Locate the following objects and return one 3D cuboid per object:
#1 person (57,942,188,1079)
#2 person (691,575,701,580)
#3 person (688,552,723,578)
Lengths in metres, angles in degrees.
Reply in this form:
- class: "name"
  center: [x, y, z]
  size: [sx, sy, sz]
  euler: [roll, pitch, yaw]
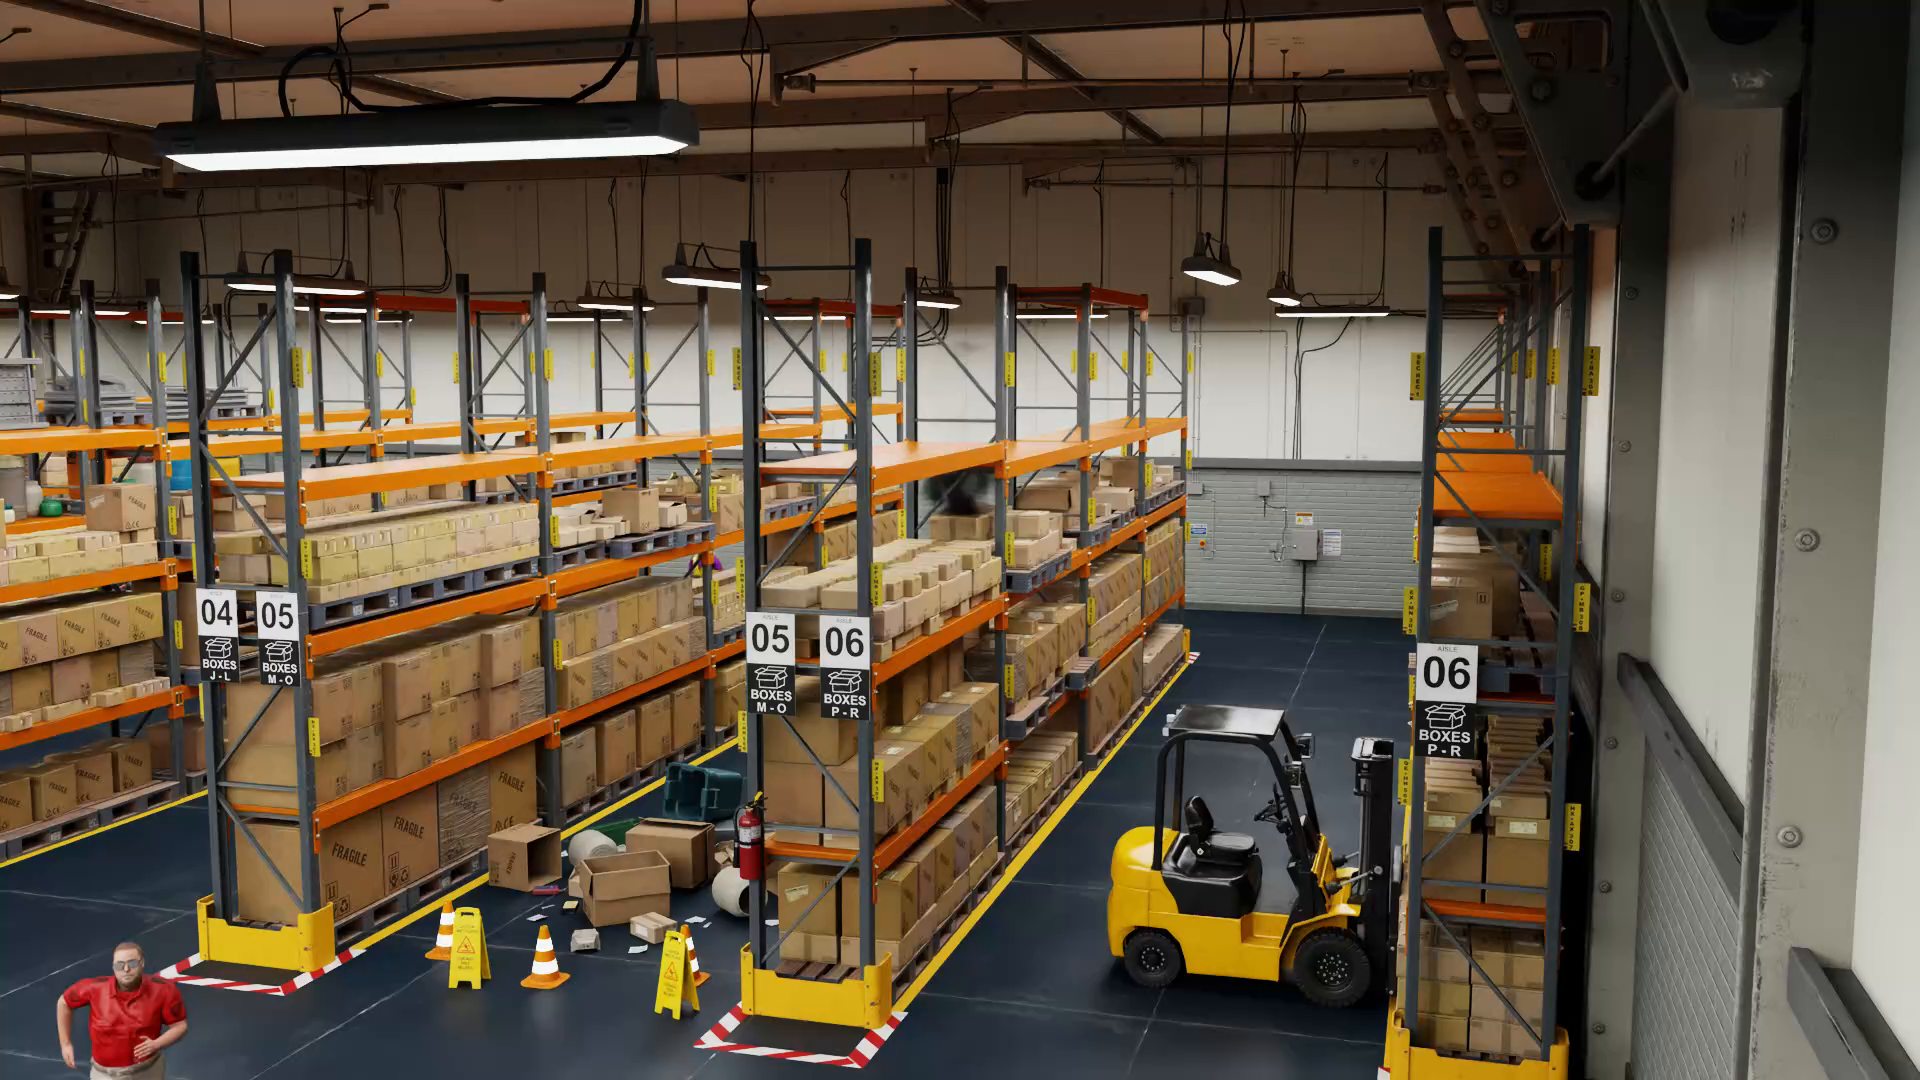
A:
- class: "person"
  center: [-4.976, 3.210, 9.916]
  size: [0.701, 1.678, 0.774]
  euler: [-3, 7, -26]
- class: "person"
  center: [-4.147, 1.369, 26.501]
  size: [0.584, 1.636, 0.816]
  euler: [3, 7, 25]
- class: "person"
  center: [-4.683, 0.889, 30.557]
  size: [0.710, 1.757, 0.837]
  euler: [1, 6, 9]
